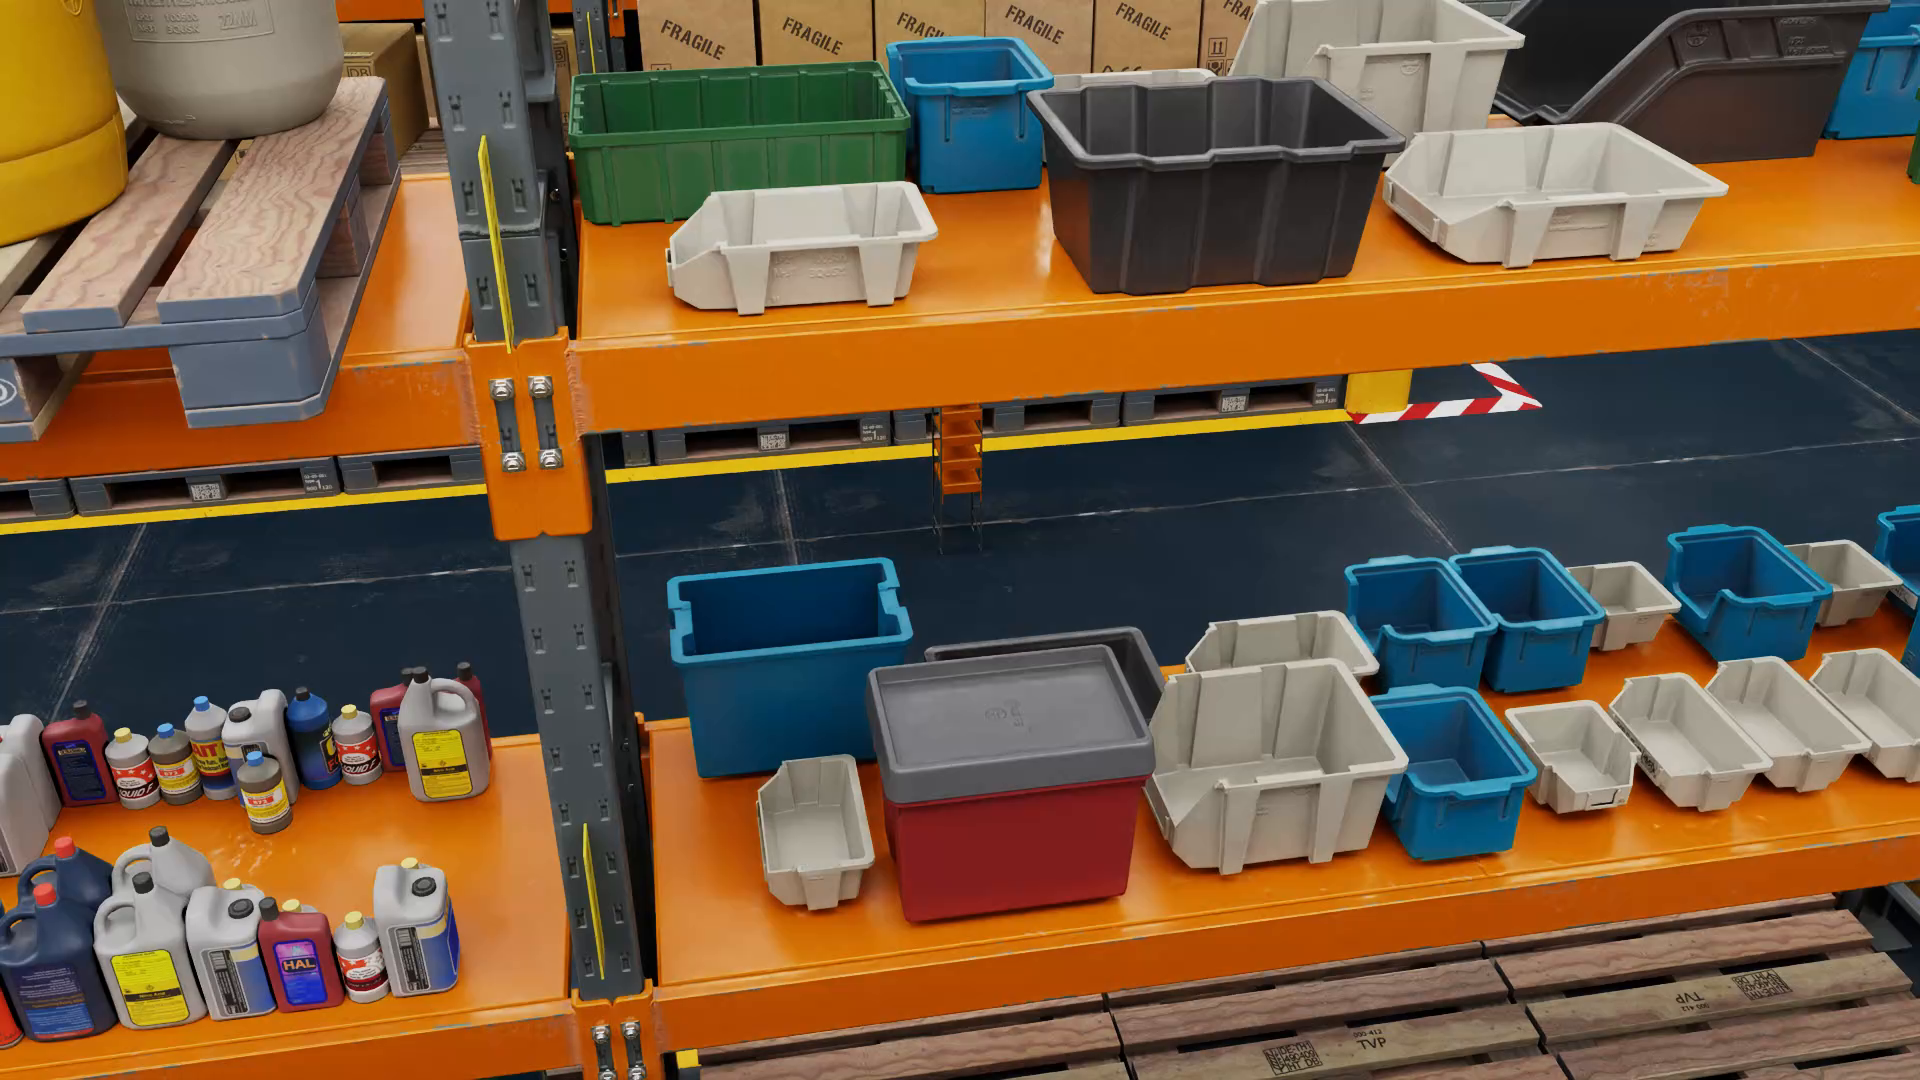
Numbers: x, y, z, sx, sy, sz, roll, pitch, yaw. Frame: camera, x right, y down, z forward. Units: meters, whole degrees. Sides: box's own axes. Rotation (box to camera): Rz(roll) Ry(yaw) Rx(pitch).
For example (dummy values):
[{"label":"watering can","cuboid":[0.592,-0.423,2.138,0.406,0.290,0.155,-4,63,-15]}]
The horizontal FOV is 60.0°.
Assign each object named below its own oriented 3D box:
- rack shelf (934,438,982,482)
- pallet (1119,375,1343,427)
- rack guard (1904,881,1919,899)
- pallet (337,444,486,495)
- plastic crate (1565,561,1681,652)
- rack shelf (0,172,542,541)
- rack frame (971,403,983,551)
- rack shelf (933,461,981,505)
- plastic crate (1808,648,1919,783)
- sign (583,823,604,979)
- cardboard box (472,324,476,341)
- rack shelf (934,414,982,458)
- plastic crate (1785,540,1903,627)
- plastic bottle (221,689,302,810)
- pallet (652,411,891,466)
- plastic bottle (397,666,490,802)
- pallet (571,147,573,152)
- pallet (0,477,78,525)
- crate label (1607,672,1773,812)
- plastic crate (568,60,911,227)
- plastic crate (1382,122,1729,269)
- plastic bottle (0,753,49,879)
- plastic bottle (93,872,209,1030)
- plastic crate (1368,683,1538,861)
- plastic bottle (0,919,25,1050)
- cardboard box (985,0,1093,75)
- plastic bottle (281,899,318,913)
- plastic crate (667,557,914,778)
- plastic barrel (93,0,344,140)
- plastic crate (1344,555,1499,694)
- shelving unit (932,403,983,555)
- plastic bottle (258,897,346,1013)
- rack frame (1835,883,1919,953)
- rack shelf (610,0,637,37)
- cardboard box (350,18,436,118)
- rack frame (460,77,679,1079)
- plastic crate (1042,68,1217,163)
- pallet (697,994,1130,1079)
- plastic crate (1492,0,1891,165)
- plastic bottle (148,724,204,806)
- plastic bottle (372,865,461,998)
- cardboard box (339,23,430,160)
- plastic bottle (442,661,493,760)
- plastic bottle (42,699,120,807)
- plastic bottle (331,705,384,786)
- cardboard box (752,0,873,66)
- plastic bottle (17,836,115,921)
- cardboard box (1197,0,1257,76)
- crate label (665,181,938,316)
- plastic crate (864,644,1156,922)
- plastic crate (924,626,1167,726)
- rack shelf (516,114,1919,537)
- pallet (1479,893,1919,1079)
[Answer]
[{"label":"rack shelf","cuboid":[-0.014,-0.374,7.527,0.180,0.103,0.258,-5,31,-9]},{"label":"pallet","cuboid":[1.365,-0.990,9.225,1.213,0.211,1.003,-5,31,-9]},{"label":"rack guard","cuboid":[3.134,1.267,5.102,0.348,0.500,1.175,-5,31,-9]},{"label":"pallet","cuboid":[-2.504,-0.612,8.582,1.213,0.211,1.003,-5,31,-9]},{"label":"plastic crate","cuboid":[1.812,0.194,4.662,0.298,0.136,0.250,-5,31,-9]},{"label":"rack shelf","cuboid":[-2.790,-0.237,2.945,4.000,0.370,1.077,-5,31,-9]},{"label":"rack frame","cuboid":[0.076,-0.524,7.458,0.006,1.200,0.240,-5,31,-9]},{"label":"rack shelf","cuboid":[-0.014,-0.271,7.588,0.180,0.103,0.258,-5,31,-9]},{"label":"plastic crate","cuboid":[2.343,0.450,4.226,0.243,0.136,0.396,-5,31,-9]},{"label":"sign","cuboid":[-0.725,0.718,3.296,0.005,0.325,0.100,-5,31,-9]},{"label":"cardboard box","cuboid":[-2.145,-0.831,8.236,0.500,0.500,0.500,-5,31,-9]},{"label":"rack shelf","cuboid":[-0.014,-0.478,7.466,0.180,0.103,0.258,-5,31,-9]},{"label":"plastic crate","cuboid":[2.480,0.132,4.767,0.298,0.136,0.250,-5,31,-9]},{"label":"plastic bottle","cuboid":[-1.706,0.502,4.059,0.135,0.276,0.152,-5,31,-9]},{"label":"pallet","cuboid":[-1.035,-0.767,8.846,1.213,0.211,1.003,-5,31,-9]},{"label":"plastic bottle","cuboid":[-1.267,0.459,4.060,0.185,0.351,0.144,-5,31,-9]},{"label":"pallet","cuboid":[-3.352,-3.066,12.757,1.213,0.211,1.003,-5,31,-9]},{"label":"pallet","cuboid":[-4.904,-0.389,8.203,1.213,0.211,1.003,-5,31,-9]},{"label":"crate label","cuboid":[1.785,0.507,4.129,0.243,0.136,0.396,-5,31,-9]},{"label":"plastic crate","cuboid":[-0.460,-0.828,3.449,0.662,0.188,0.450,-5,31,-9]},{"label":"plastic crate","cuboid":[1.124,-0.669,3.229,0.530,0.136,0.437,-5,31,-9]},{"label":"plastic bottle","cuboid":[-2.230,0.629,3.843,0.135,0.276,0.152,-5,31,-9]},{"label":"plastic bottle","cuboid":[-1.668,0.831,3.425,0.185,0.351,0.144,-5,31,-9]},{"label":"plastic crate","cuboid":[1.138,0.559,3.945,0.300,0.233,0.416,-5,31,-9]},{"label":"plastic bottle","cuboid":[-2.007,0.893,3.394,0.135,0.276,0.152,-5,31,-9]},{"label":"cardboard box","cuboid":[0.324,-2.425,7.830,0.500,0.500,0.500,-4,31,-7]},{"label":"plastic bottle","cuboid":[-1.403,0.852,3.538,0.097,0.201,0.097,0,30,0]},{"label":"plastic crate","cuboid":[-0.425,0.331,4.184,0.575,0.384,0.392,-5,31,-9]},{"label":"plastic barrel","cuboid":[-1.385,-1.047,3.063,0.433,0.535,0.433,0,30,0]},{"label":"plastic crate","cuboid":[1.220,0.250,4.471,0.300,0.233,0.416,-5,31,-9]},{"label":"shelving unit","cuboid":[-0.014,-0.516,7.444,0.189,1.200,0.258,-5,31,-9]},{"label":"plastic bottle","cuboid":[-1.371,0.854,3.453,0.133,0.283,0.061,-5,31,-9]},{"label":"rack frame","cuboid":[3.112,0.198,4.454,0.127,3.000,1.000,-5,31,-9]},{"label":"rack shelf","cuboid":[-0.639,-4.249,12.726,4.000,0.370,1.077,-5,31,-9]},{"label":"cardboard box","cuboid":[-4.097,-3.424,12.320,0.750,0.750,0.750,-4,31,-7]},{"label":"rack frame","cuboid":[-0.822,0.563,3.833,0.127,3.000,1.000,-5,31,-9]},{"label":"plastic crate","cuboid":[0.360,-0.922,3.660,0.466,0.136,0.293,-5,31,-9]},{"label":"pallet","cuboid":[-0.106,1.679,4.687,1.213,0.211,1.003,-5,31,-9]},{"label":"plastic crate","cuboid":[1.560,-1.066,3.705,0.767,0.338,0.504,-5,31,-9]},{"label":"plastic bottle","cuboid":[-1.921,0.540,4.068,0.097,0.201,0.097,0,30,0]},{"label":"plastic bottle","cuboid":[-1.152,0.814,3.529,0.135,0.276,0.152,-5,31,-9]},{"label":"cardboard box","cuboid":[-2.882,-2.105,7.858,0.500,0.500,0.700,-1,30,-1]},{"label":"plastic bottle","cuboid":[-1.260,0.434,4.167,0.133,0.283,0.061,-5,31,-9]},{"label":"plastic bottle","cuboid":[-2.133,0.515,4.030,0.133,0.283,0.061,-5,31,-9]},{"label":"plastic bottle","cuboid":[-1.501,0.501,4.134,0.097,0.201,0.097,0,30,0]},{"label":"cardboard box","cuboid":[-0.689,-2.331,7.670,0.500,0.500,0.500,-6,31,-10]},{"label":"plastic bottle","cuboid":[-1.875,0.776,3.519,0.185,0.351,0.144,-5,31,-9]},{"label":"cardboard box","cuboid":[1.339,-2.522,7.995,0.500,0.500,0.500,-4,31,-8]},{"label":"crate label","cuboid":[-0.289,-0.517,2.971,0.466,0.136,0.293,-5,31,-9]},{"label":"plastic crate","cuboid":[0.101,0.553,3.728,0.583,0.464,0.402,-5,31,-9]},{"label":"plastic crate","cuboid":[0.230,0.420,4.289,0.590,0.125,0.437,-5,31,-9]},{"label":"rack shelf","cuboid":[1.145,-0.602,3.566,4.000,0.370,1.077,-5,31,-9]},{"label":"pallet","cuboid":[2.294,1.456,5.066,1.213,0.211,1.003,-5,31,-9]}]
